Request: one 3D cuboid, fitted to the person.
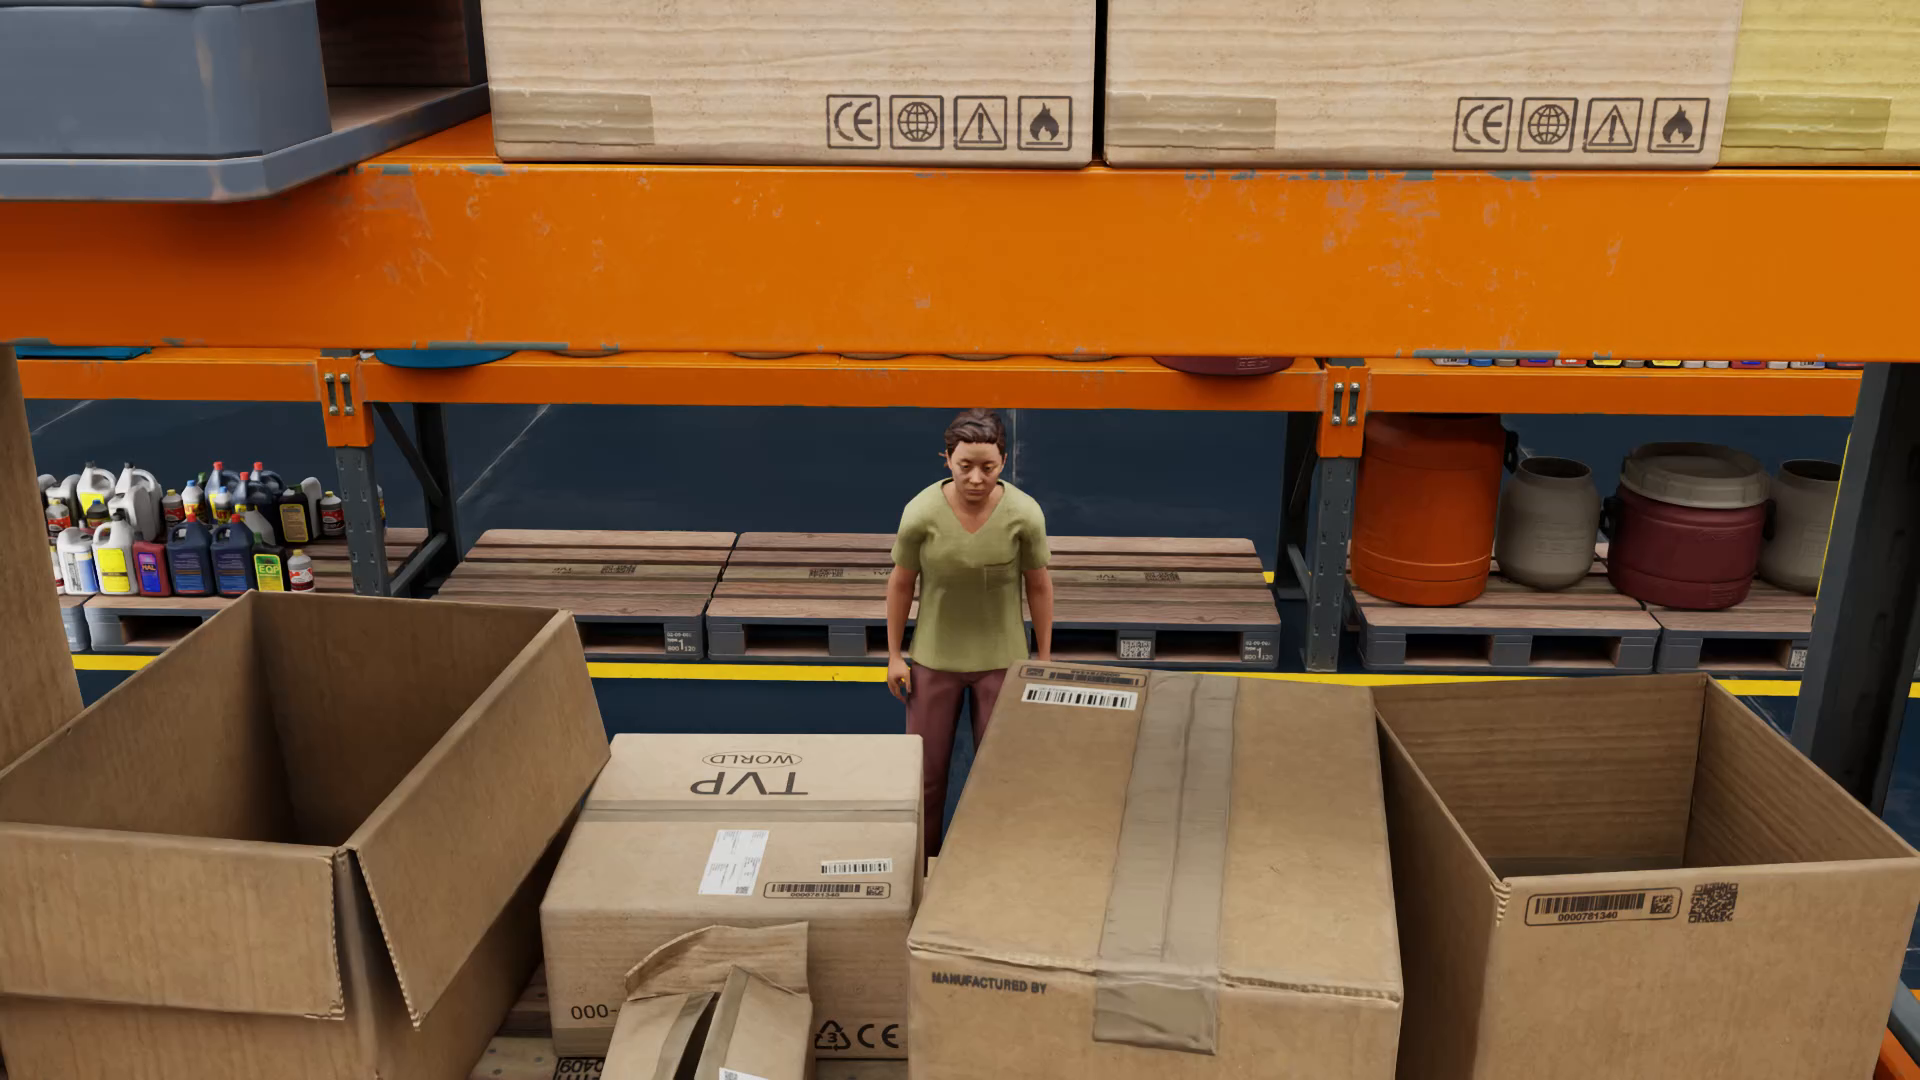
[{"bbox_3d":[0.028,0.400,5.034,0.510,1.673,0.406,0,21,0],"label":"person"}]
